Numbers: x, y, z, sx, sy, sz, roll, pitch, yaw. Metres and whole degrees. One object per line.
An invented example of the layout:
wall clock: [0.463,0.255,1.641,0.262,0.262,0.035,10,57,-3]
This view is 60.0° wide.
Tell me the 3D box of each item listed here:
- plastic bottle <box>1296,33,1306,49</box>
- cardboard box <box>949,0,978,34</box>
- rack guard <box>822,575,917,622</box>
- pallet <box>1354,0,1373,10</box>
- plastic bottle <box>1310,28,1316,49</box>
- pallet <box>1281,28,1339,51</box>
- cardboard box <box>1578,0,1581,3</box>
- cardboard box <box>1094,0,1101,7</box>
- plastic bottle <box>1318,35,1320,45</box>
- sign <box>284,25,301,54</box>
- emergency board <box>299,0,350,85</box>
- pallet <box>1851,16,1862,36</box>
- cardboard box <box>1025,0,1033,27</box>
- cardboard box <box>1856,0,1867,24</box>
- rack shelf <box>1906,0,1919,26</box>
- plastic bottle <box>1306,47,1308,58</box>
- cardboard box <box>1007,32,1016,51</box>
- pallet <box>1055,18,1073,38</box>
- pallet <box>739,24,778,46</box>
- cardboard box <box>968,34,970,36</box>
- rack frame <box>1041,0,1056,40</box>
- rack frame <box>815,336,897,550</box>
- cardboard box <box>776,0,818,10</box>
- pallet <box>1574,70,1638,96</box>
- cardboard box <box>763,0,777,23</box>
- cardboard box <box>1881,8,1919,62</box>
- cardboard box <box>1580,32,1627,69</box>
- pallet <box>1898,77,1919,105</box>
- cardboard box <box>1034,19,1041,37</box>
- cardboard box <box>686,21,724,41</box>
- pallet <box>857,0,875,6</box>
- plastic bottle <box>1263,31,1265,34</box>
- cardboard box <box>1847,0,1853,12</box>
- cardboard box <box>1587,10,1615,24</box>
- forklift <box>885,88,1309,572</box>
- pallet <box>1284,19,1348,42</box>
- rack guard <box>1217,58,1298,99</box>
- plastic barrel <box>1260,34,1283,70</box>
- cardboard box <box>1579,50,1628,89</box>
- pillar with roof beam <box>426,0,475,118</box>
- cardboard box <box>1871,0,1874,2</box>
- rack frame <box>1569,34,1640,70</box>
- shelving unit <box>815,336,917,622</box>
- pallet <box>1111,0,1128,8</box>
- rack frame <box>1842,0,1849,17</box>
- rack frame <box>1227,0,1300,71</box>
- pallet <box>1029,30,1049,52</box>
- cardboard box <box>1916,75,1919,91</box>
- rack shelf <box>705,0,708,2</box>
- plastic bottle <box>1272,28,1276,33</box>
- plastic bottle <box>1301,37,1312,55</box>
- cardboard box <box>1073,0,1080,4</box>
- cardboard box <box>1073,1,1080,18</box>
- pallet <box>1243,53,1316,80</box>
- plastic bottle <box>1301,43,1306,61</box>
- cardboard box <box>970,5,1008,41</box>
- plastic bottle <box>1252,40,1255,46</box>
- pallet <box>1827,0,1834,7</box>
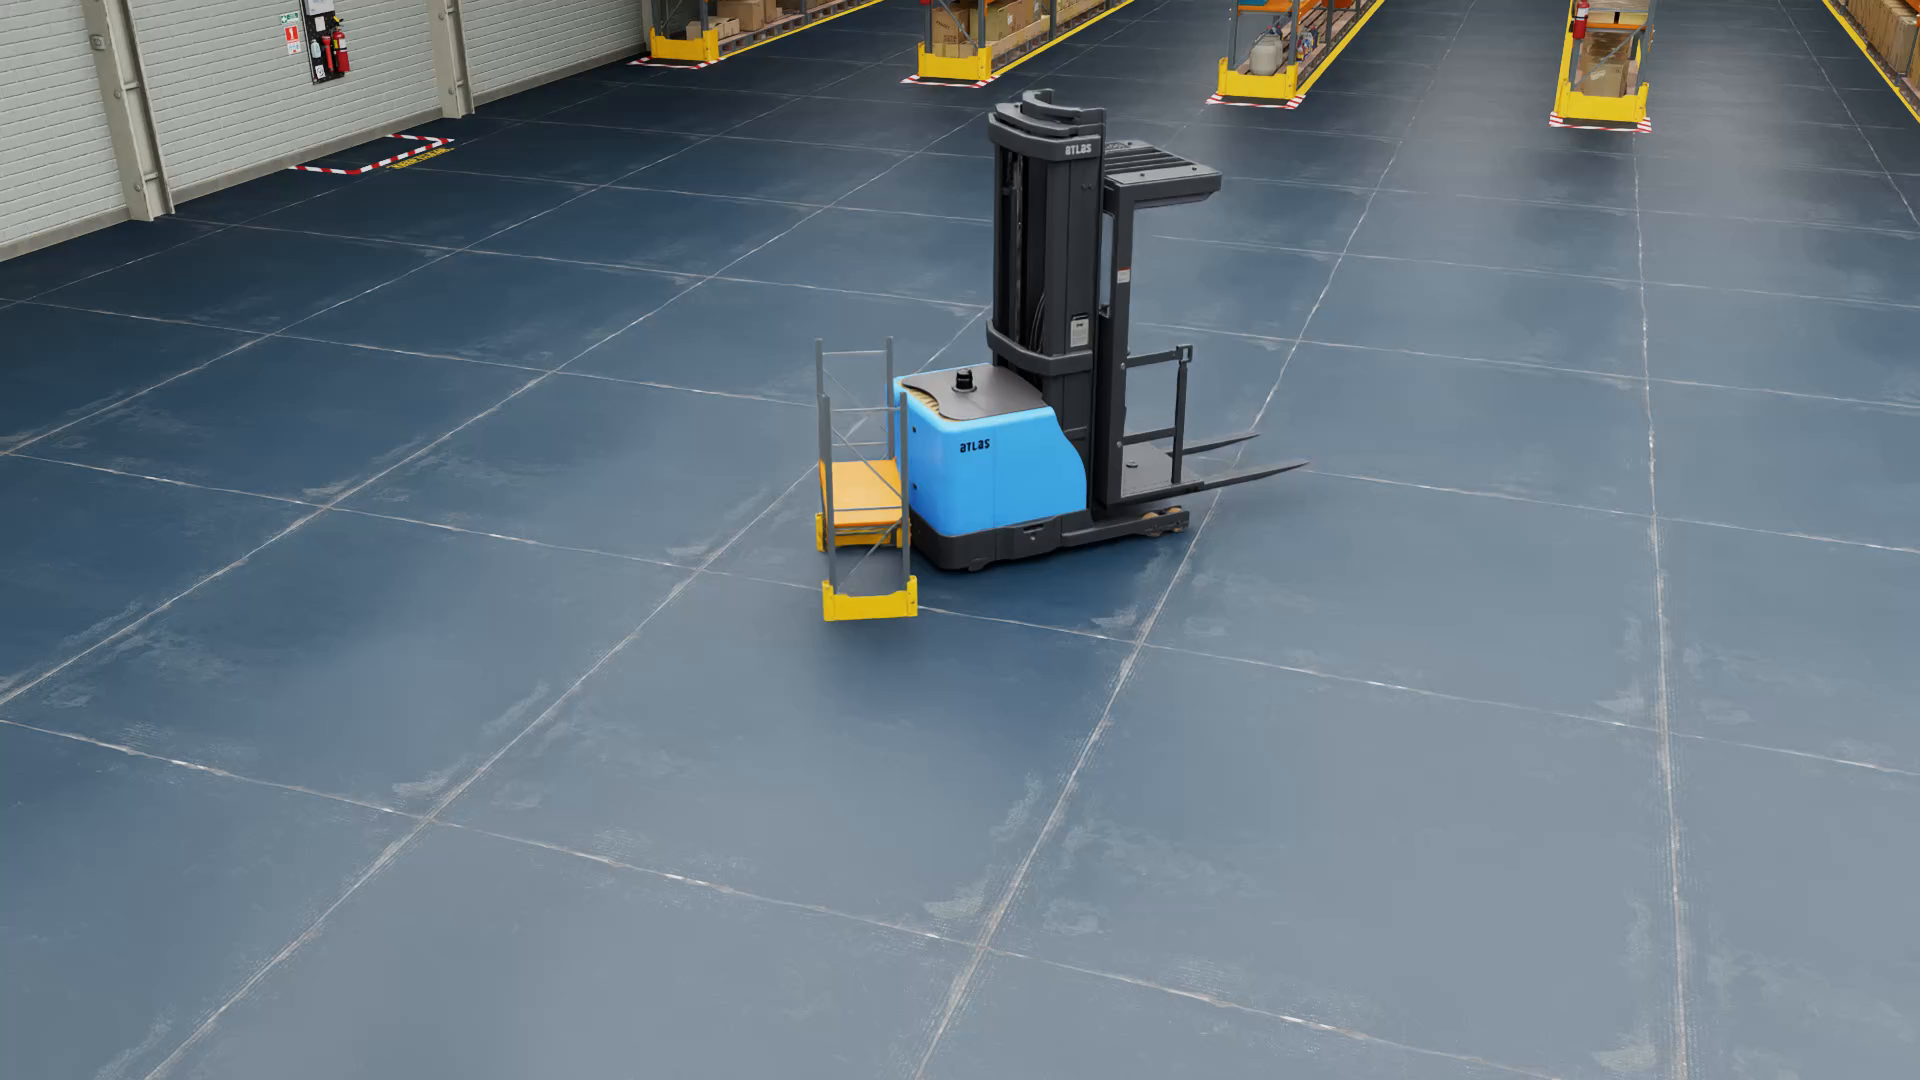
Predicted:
plastic bottle: [5.766,-8.417,28.036,0.152,0.276,0.135,9,27,17]
cardboard box: [0.137,-8.860,28.144,0.500,0.500,0.500,9,27,17]
rack guard: [-0.564,0.368,10.428,0.587,0.250,0.087,-3,26,-6]
pallet: [7.882,-11.037,34.027,1.003,0.211,1.213,9,27,17]
plastic bottle: [5.914,-8.439,27.996,0.144,0.351,0.185,7,27,15]
pallet: [6.145,-8.892,29.596,1.003,0.211,1.213,9,27,17]
cardboard box: [9.522,-8.080,24.264,0.875,0.500,0.500,9,27,17]
cardboard box: [2.469,-10.670,32.742,0.500,0.250,0.500,8,27,17]
plastic bottle: [6.094,-8.563,28.423,0.097,0.201,0.097,0,26,0]
sign: [-8.472,-6.353,21.111,0.001,0.329,0.234,9,27,17]
emergency board: [-8.191,-6.549,21.558,0.194,1.169,0.643,9,27,17]
pallet: [17.235,-9.549,30.953,1.003,0.211,1.213,9,27,17]
cardboard box: [0.962,-9.195,28.836,0.500,0.500,0.500,9,27,17]
cardboard box: [16.875,-9.788,30.634,0.500,0.500,0.500,8,27,15]
rack shelf: [15.901,-8.838,27.110,1.077,0.370,4.000,9,27,17]
plastic bottle: [5.667,-8.036,27.335,0.097,0.201,0.097,0,26,0]
cardboard box: [0.638,-8.446,28.148,0.500,0.250,0.500,9,27,17]
pallet: [1.459,-9.592,31.042,1.003,0.211,1.213,9,27,17]
pallet: [-4.016,-9.216,30.266,1.003,0.211,1.213,9,27,17]
cardboard box: [-0.025,-8.317,27.882,0.500,0.250,0.500,9,27,17]
rack frame: [1.251,-10.539,29.797,1.000,3.000,0.127,9,27,17]
rack frame: [-0.684,-0.626,11.046,0.500,1.500,0.032,-3,26,-6]
cardboard box: [-3.193,-10.633,32.357,0.700,0.500,0.500,10,27,19]
pallet: [9.997,-7.061,25.815,1.003,0.211,1.213,9,27,17]
cardboard box: [-3.729,-9.896,30.834,0.500,0.500,0.500,7,27,14]
cardboard box: [15.681,-8.180,27.026,1.050,0.750,0.750,9,27,17]
cardboard box: [10.237,-7.769,26.464,0.500,0.500,0.500,19,32,34]
pallet: [14.908,-6.783,25.242,1.003,0.211,1.213,9,27,17]
cardboard box: [1.127,-9.064,29.425,0.500,0.250,0.500,9,27,17]
cardboard box: [-4.438,-8.871,28.933,0.500,0.311,0.500,6,26,12]
pallet: [-2.352,-11.323,34.618,1.003,0.211,1.213,9,27,17]
plastic bottle: [5.056,-8.301,27.710,0.144,0.351,0.185,9,27,17]
cardboard box: [17.401,-10.426,31.951,0.500,0.500,0.500,10,28,19]
cardboard box: [9.160,-7.491,23.791,0.380,0.149,0.250,9,27,17]
forklift: [1.036,-1.534,11.278,3.031,2.935,1.130,-12,28,-23]
pallet: [6.550,-9.395,30.635,1.003,0.211,1.213,9,27,17]
rack guard: [4.570,-7.088,25.539,1.175,0.500,0.348,9,27,17]
plastic barrel: [4.903,-7.732,26.373,0.421,0.512,0.421,0,26,0]
cardboard box: [9.650,-7.025,24.928,0.500,0.500,0.500,17,30,31]
pillar with roof beam: [-3.273,-9.635,21.047,9.100,9.000,0.400,9,27,17]
cardboard box: [16.546,-9.704,29.600,0.500,0.250,0.500,8,27,16]
rack frame: [10.591,-9.100,26.827,1.000,3.000,0.127,9,27,17]
shelving unit: [-0.624,-0.410,10.600,0.587,1.500,1.083,-3,26,-6]
pallet: [2.866,-11.229,34.422,1.003,0.211,1.213,9,27,17]
rack frame: [17.897,-11.627,32.046,1.000,3.000,0.127,9,27,17]
rack frame: [4.590,-8.175,24.916,1.000,3.000,0.127,9,27,17]
pallet: [0.947,-8.963,29.743,1.003,0.211,1.213,9,27,17]
cardboard box: [14.663,-6.953,24.348,0.875,0.875,0.875,9,27,18]
rack shelf: [-4.087,-10.110,29.737,1.077,0.370,4.000,9,27,17]
plastic bottle: [5.319,-8.587,28.387,0.152,0.276,0.135,10,27,19]
plastic bottle: [5.749,-8.207,27.602,0.152,0.276,0.135,9,27,18]
cardboard box: [1.966,-10.294,31.322,0.500,0.311,0.500,8,27,16]
cardboard box: [1.960,-10.043,31.447,0.500,0.250,0.500,8,27,16]
pallet: [5.254,-7.791,27.322,1.003,0.211,1.213,9,27,17]
plastic bottle: [5.579,-7.941,27.044,0.061,0.283,0.133,9,27,18]
cardboard box: [0.473,-8.578,27.560,0.500,0.500,0.500,9,27,17]
plastic bottle: [4.809,-8.019,27.206,0.061,0.283,0.133,9,27,19]
pallet: [18.492,-11.156,34.273,1.003,0.211,1.213,9,27,17]
